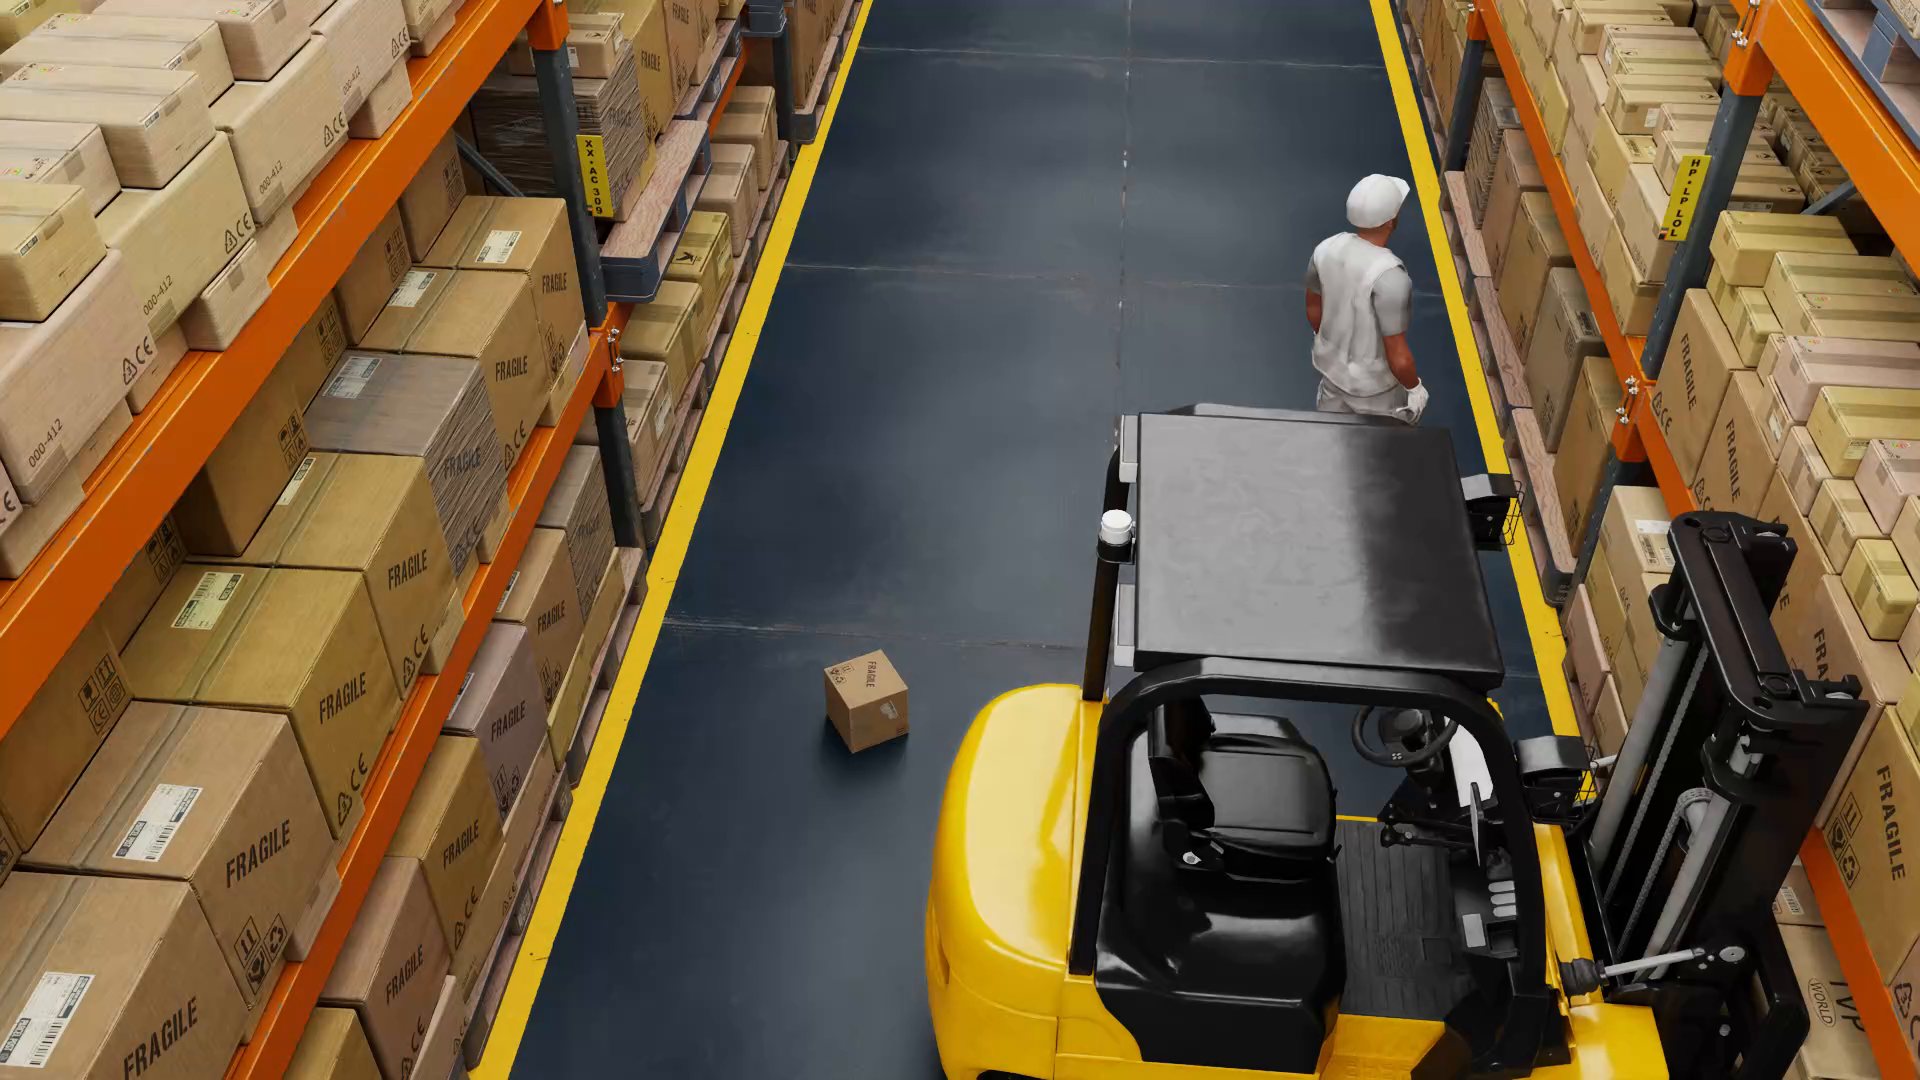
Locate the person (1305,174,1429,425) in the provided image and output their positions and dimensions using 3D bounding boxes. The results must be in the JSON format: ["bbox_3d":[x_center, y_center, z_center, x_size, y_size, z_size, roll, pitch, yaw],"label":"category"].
[{"bbox_3d":[1.752,-0.730,7.001,0.564,1.789,0.637,-21,44,-23],"label":"person"}]
